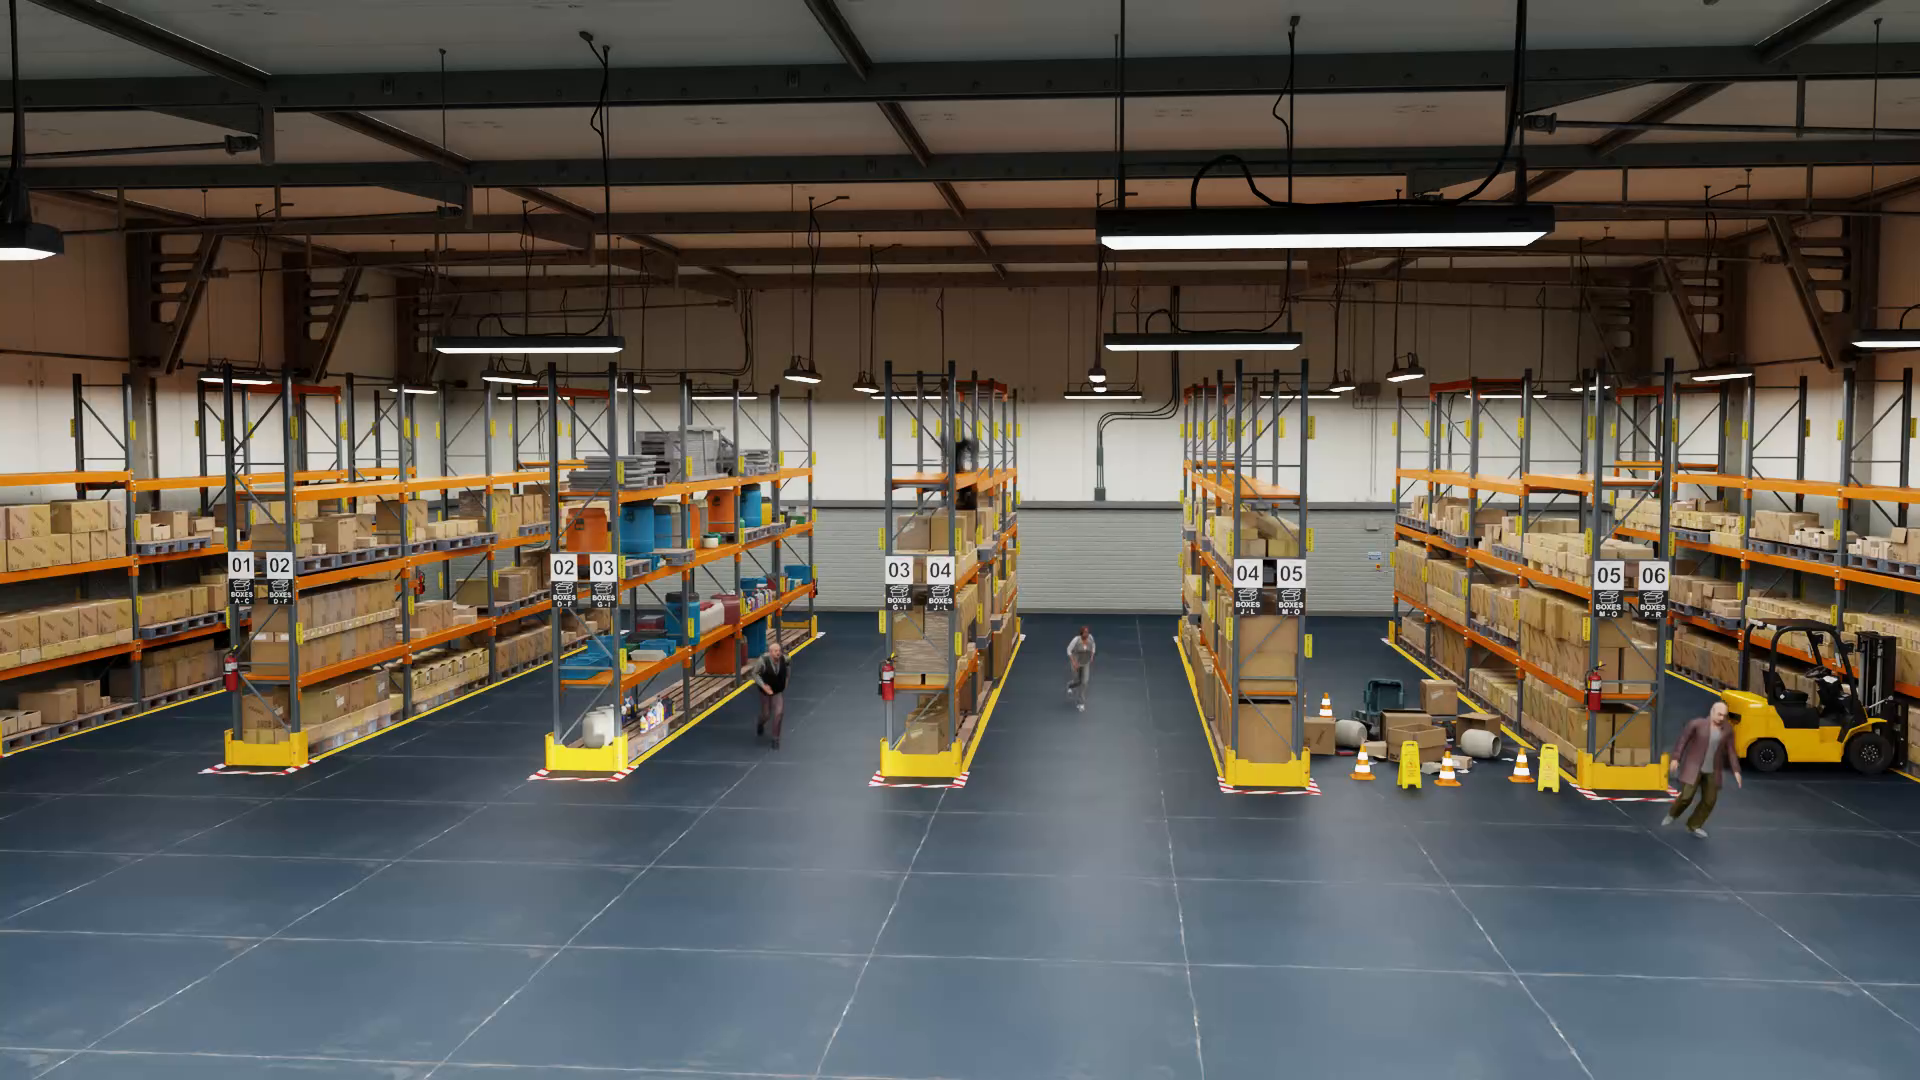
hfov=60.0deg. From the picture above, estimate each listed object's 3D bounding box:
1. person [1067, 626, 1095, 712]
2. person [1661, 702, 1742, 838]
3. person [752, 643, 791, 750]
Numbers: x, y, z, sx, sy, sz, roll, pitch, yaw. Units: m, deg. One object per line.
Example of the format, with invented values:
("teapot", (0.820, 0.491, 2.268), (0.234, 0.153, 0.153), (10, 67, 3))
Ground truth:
("person", (2.140, 2.281, 30.044), (0.550, 1.553, 0.858), (-1, 4, -22))
("person", (9.106, 2.795, 20.432), (0.827, 1.698, 0.649), (0, 4, 4))
("person", (-3.040, 2.449, 26.540), (0.684, 1.685, 1.002), (-2, 4, -26))
